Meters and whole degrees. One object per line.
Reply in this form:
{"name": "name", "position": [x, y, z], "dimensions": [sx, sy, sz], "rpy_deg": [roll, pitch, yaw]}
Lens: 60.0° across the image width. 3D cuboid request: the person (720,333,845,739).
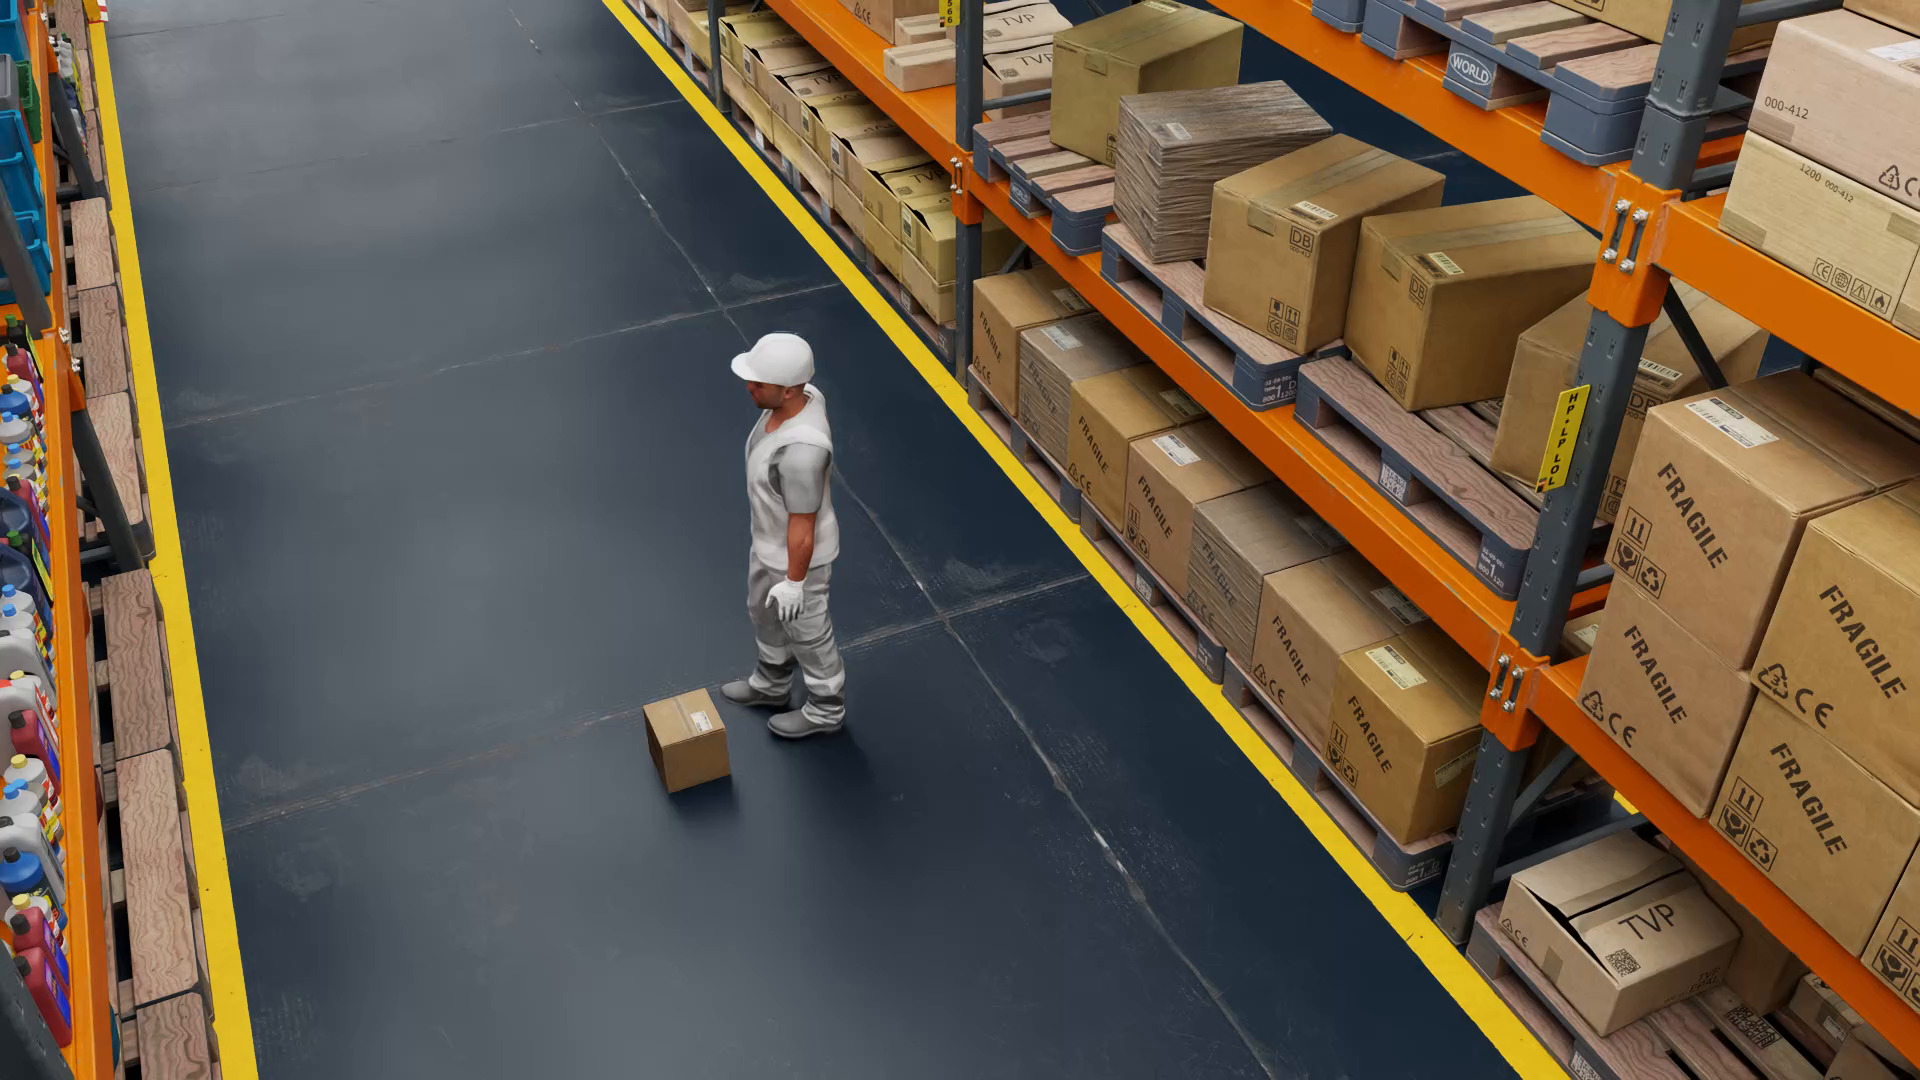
{"name": "person", "position": [-0.685, 0.031, 6.086], "dimensions": [0.483, 1.804, 0.577], "rpy_deg": [-8, 38, -10]}
